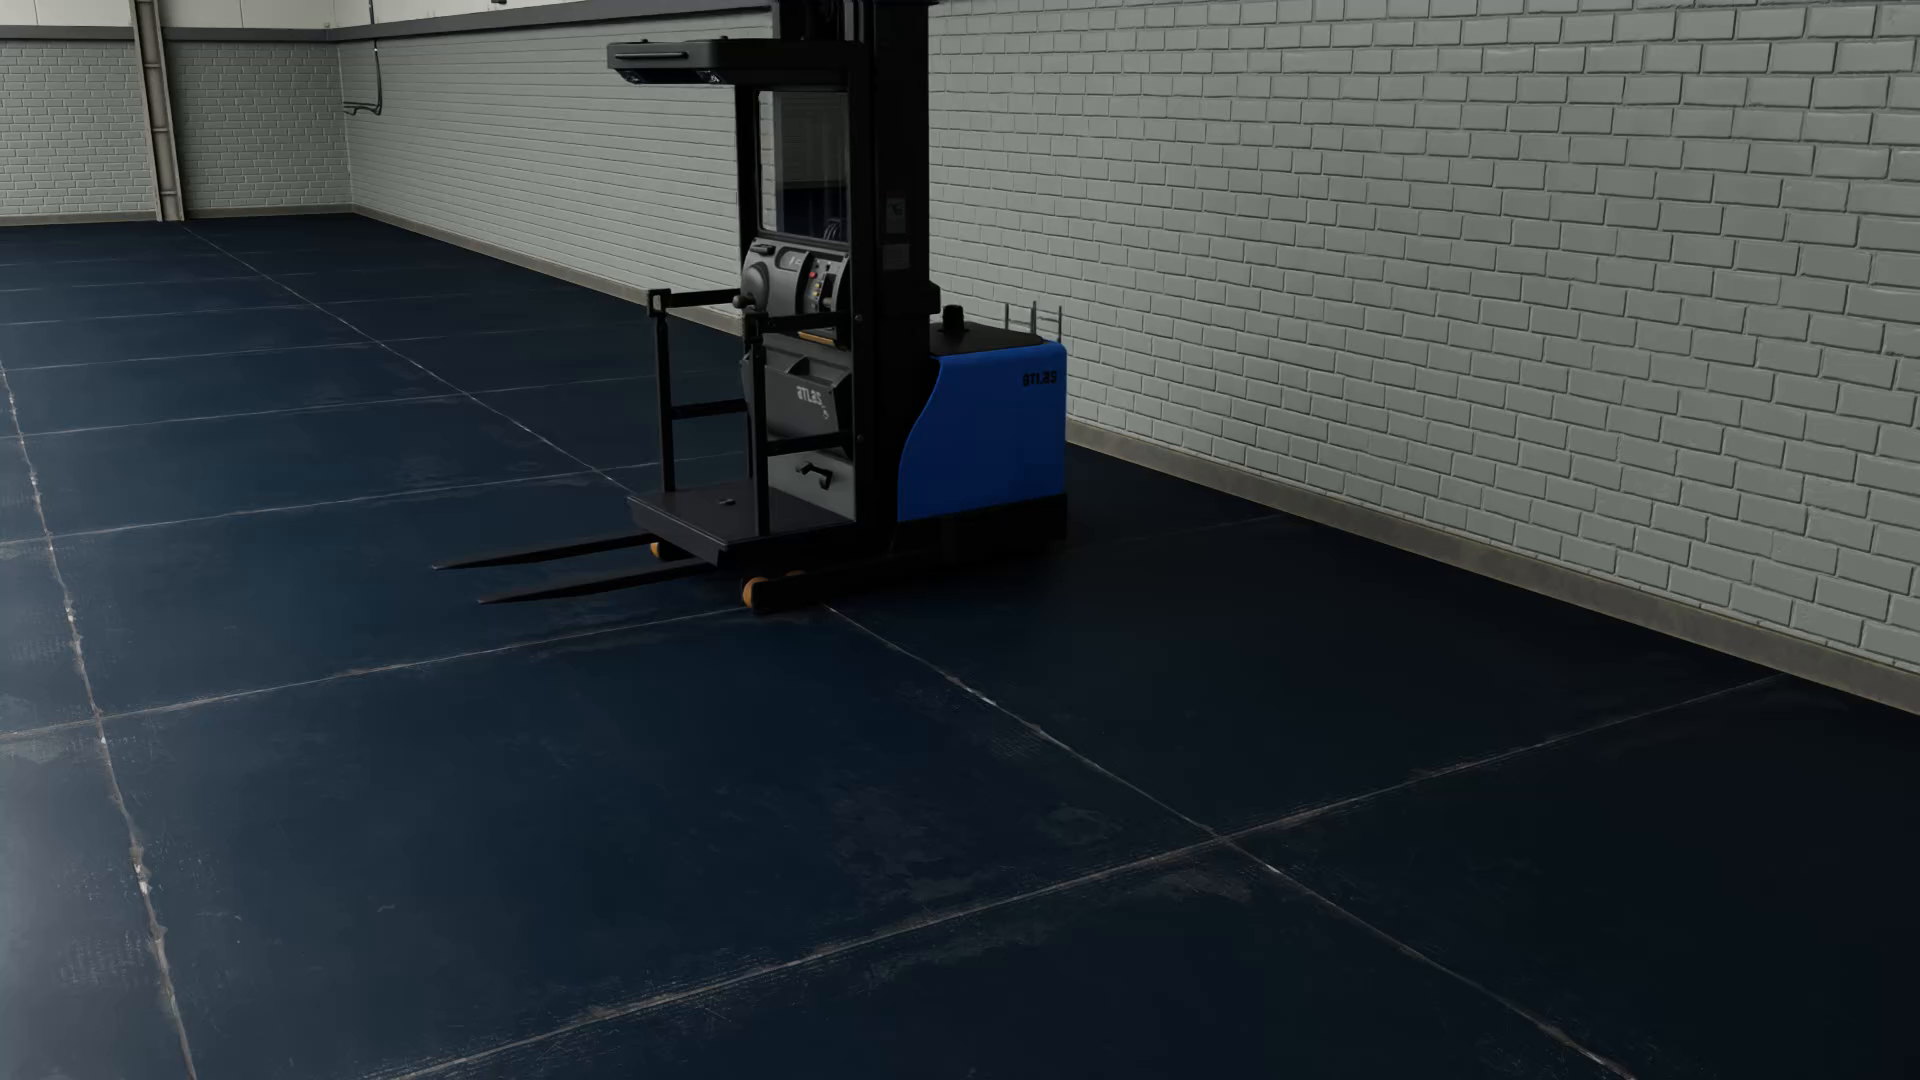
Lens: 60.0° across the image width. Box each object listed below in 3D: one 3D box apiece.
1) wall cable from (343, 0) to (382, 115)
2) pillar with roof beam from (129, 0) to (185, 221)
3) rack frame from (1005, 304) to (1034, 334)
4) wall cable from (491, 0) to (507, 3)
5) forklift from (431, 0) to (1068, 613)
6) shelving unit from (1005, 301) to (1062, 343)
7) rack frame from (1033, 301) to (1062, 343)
[{"bbox_3d":[-10.026,-8.304,27.454,0.112,2.526,3.097,-9,18,-30],"label":"wall cable"},{"bbox_3d":[-11.015,-8.700,23.112,0.400,9.000,9.100,-9,18,-30],"label":"pillar with roof beam"},{"bbox_3d":[0.308,-0.636,8.794,0.006,1.200,0.240,-11,19,-33],"label":"rack frame"},{"bbox_3d":[-5.151,-9.238,18.733,0.169,6.003,2.305,-9,18,-30],"label":"wall cable"},{"bbox_3d":[-0.954,-1.239,7.739,3.031,2.935,1.130,-11,19,-33],"label":"forklift"},{"bbox_3d":[0.384,-0.650,8.844,0.189,1.200,0.258,-11,19,-33],"label":"shelving unit"},{"bbox_3d":[0.459,-0.664,8.894,0.006,1.200,0.240,-11,19,-33],"label":"rack frame"}]
